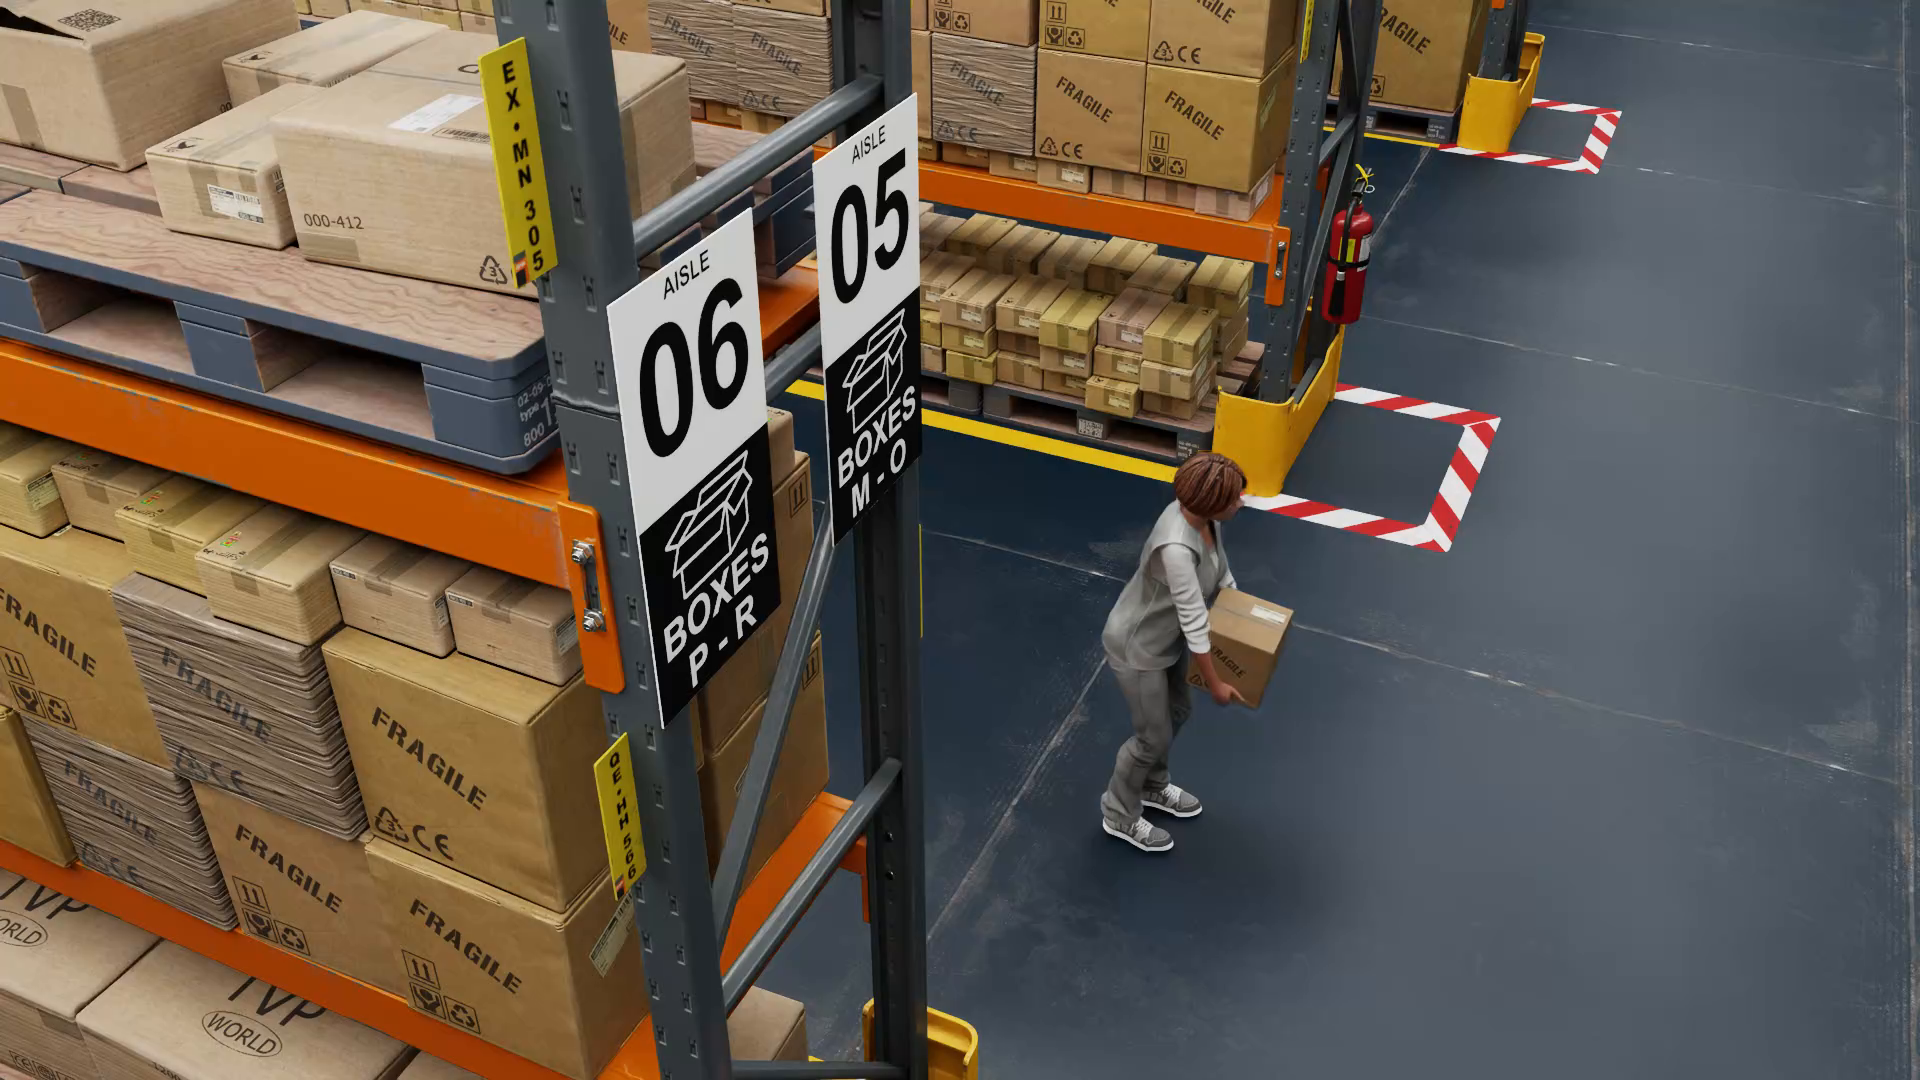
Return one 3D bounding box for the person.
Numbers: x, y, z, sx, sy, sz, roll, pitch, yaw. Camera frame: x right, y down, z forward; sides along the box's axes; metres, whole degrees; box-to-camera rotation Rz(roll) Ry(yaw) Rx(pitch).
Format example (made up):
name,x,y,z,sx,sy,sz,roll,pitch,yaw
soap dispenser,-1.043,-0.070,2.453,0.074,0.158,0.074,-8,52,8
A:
name,x,y,z,sx,sy,sz,roll,pitch,yaw
person,0.742,0.382,5.613,0.527,1.576,0.373,14,37,19
